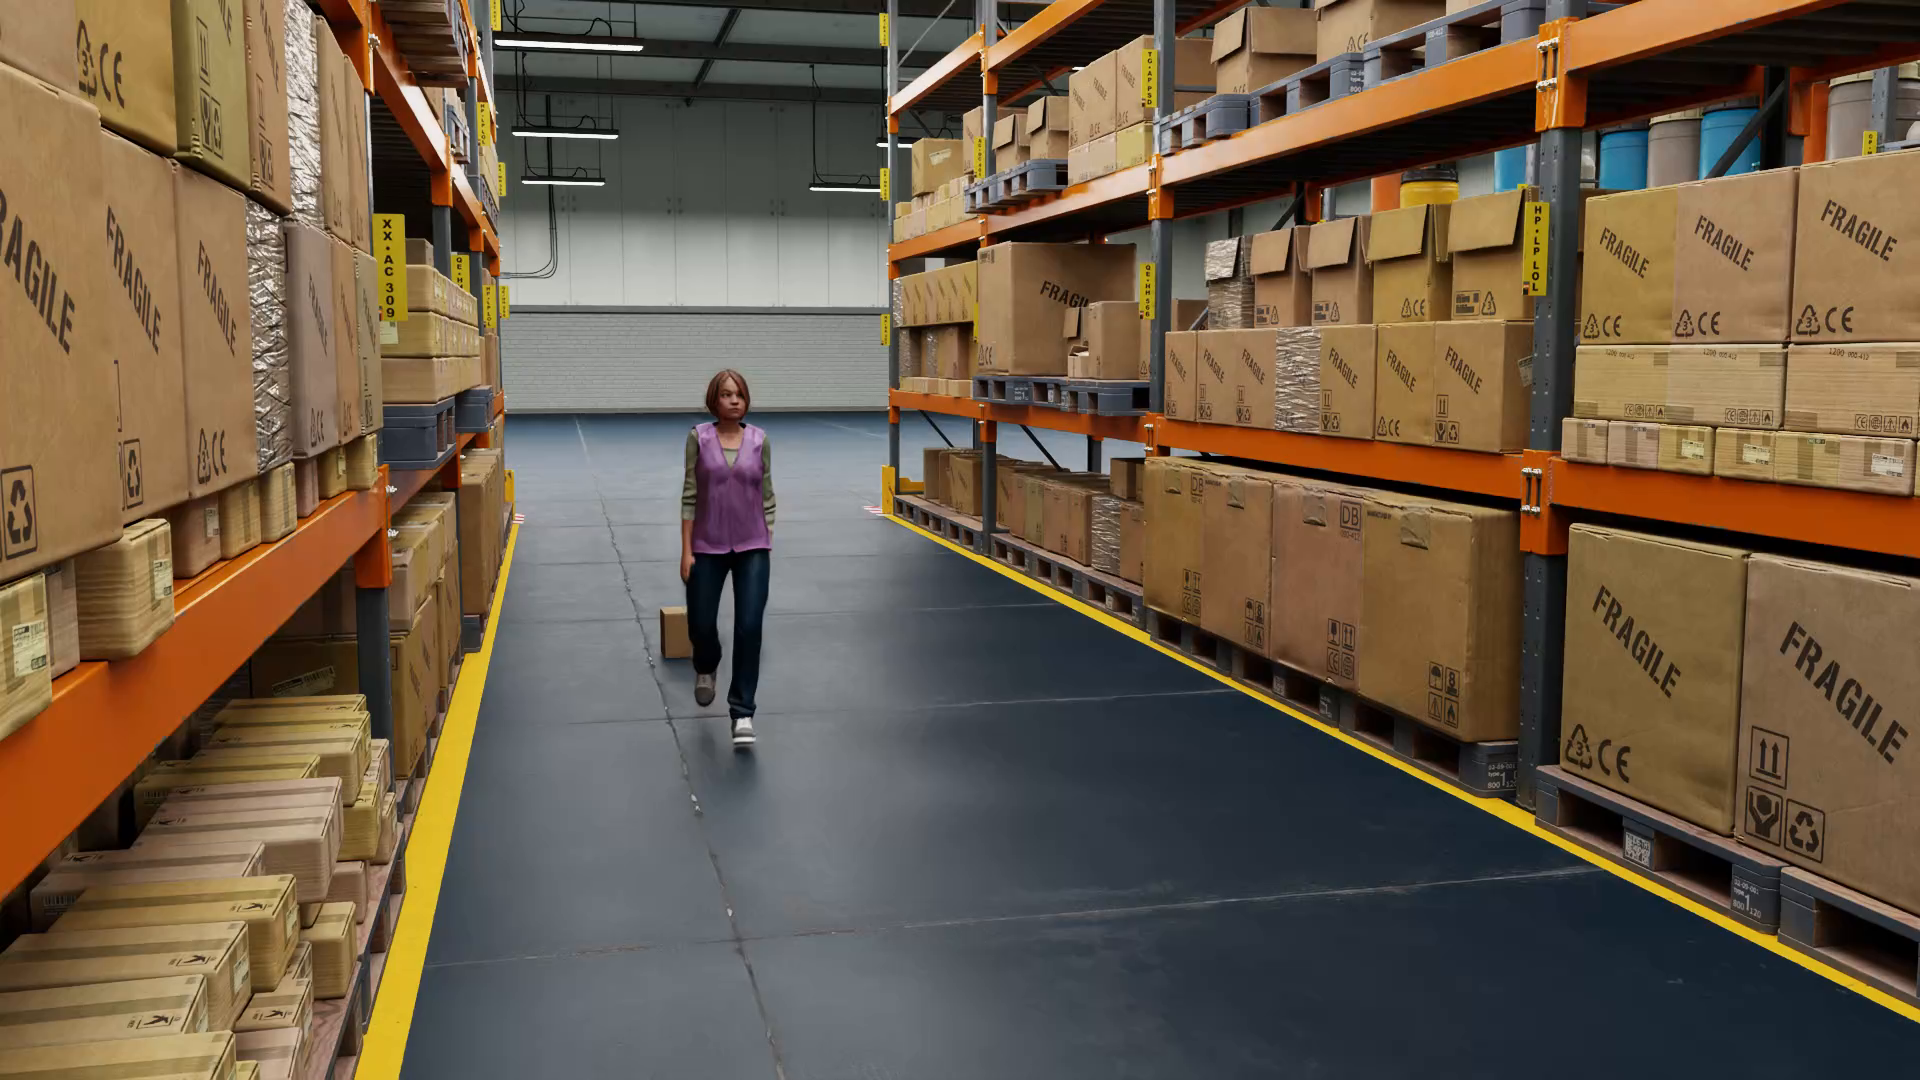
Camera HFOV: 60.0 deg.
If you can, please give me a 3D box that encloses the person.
[{"bbox_3d":[-1.001,0.054,7.186,0.420,1.582,0.626,-1,6,-11],"label":"person"}]
